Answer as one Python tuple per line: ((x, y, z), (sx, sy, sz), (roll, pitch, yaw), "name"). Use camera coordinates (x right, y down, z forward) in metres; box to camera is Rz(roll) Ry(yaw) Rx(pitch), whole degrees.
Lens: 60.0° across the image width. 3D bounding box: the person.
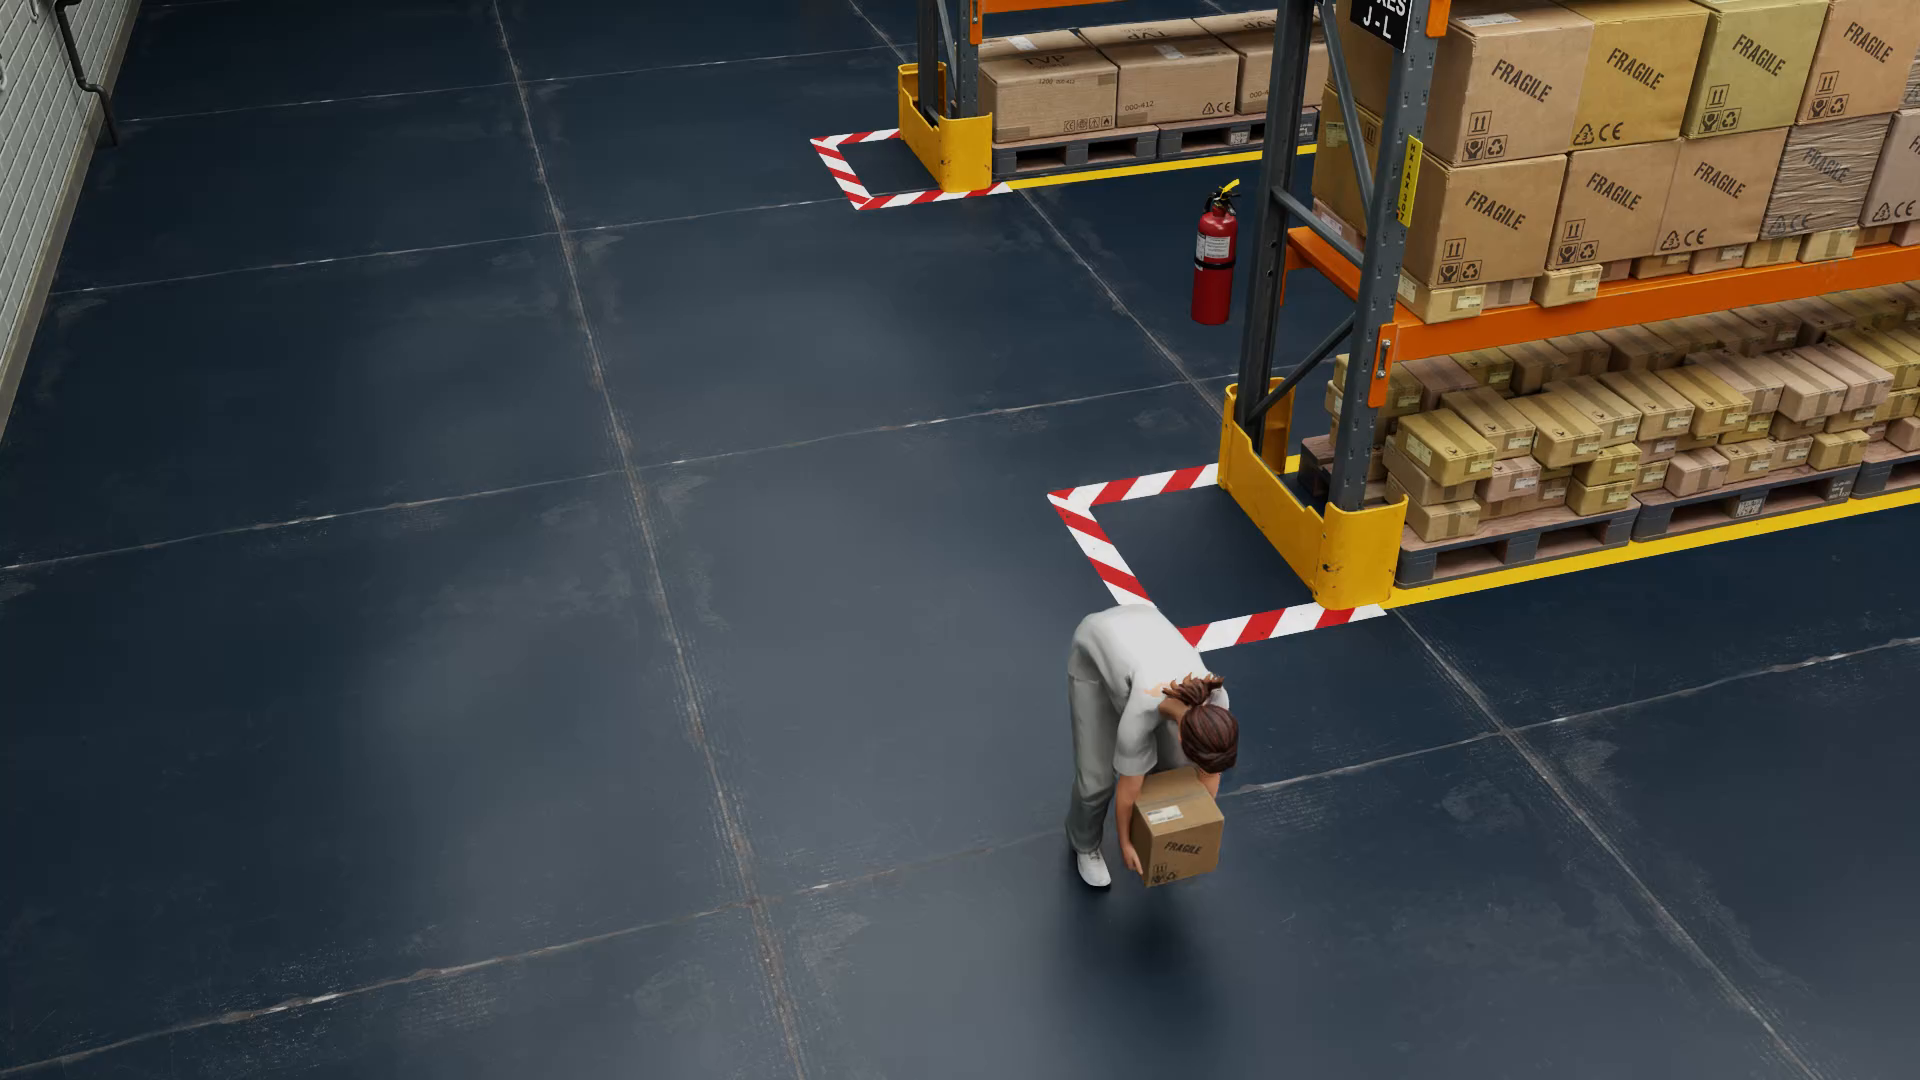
((0.584, 0.432, 5.505), (0.504, 1.671, 0.416), (-12, 36, -17), "person")
